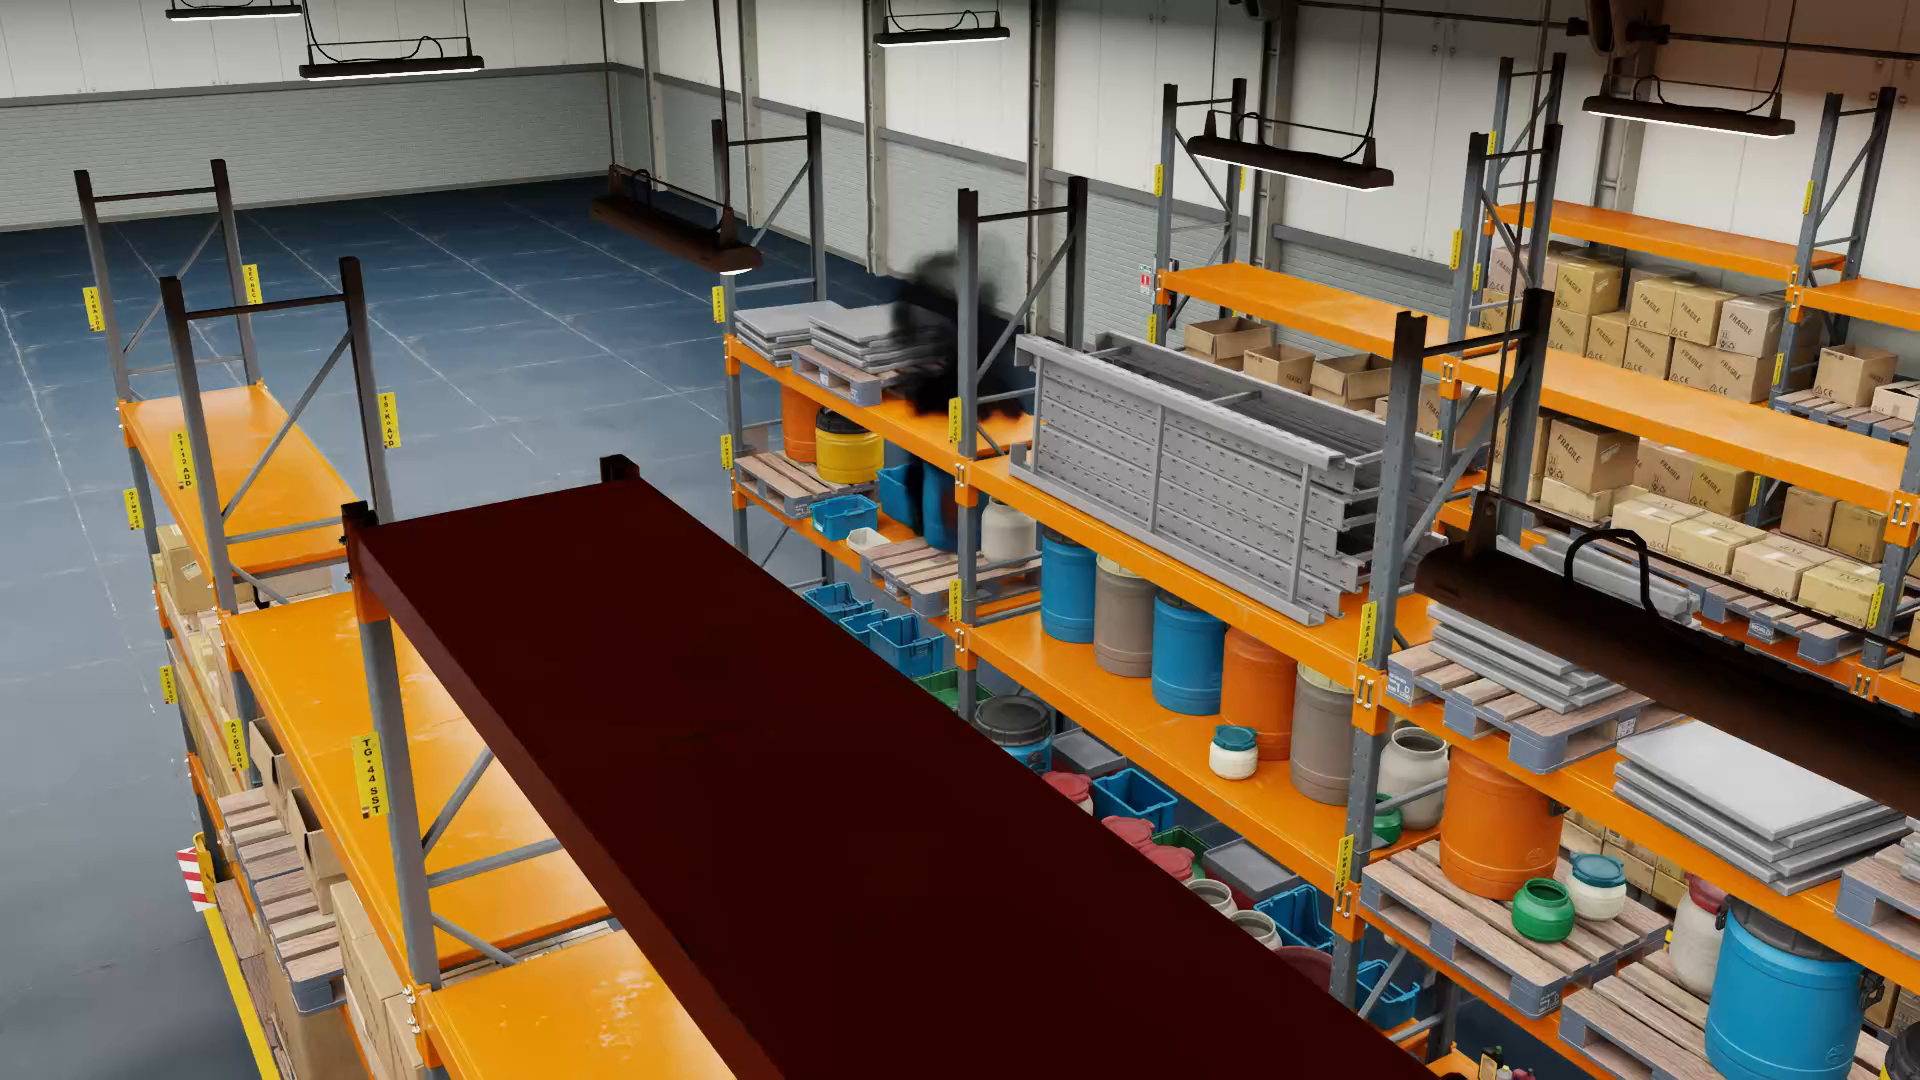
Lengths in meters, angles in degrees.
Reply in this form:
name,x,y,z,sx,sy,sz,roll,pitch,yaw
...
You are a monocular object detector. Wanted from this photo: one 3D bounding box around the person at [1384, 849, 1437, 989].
name,x,y,z,sx,sy,sz,roll,pitch,yaw
person,3.465,2.579,12.501,0.563,1.566,0.725,-18,28,-37
